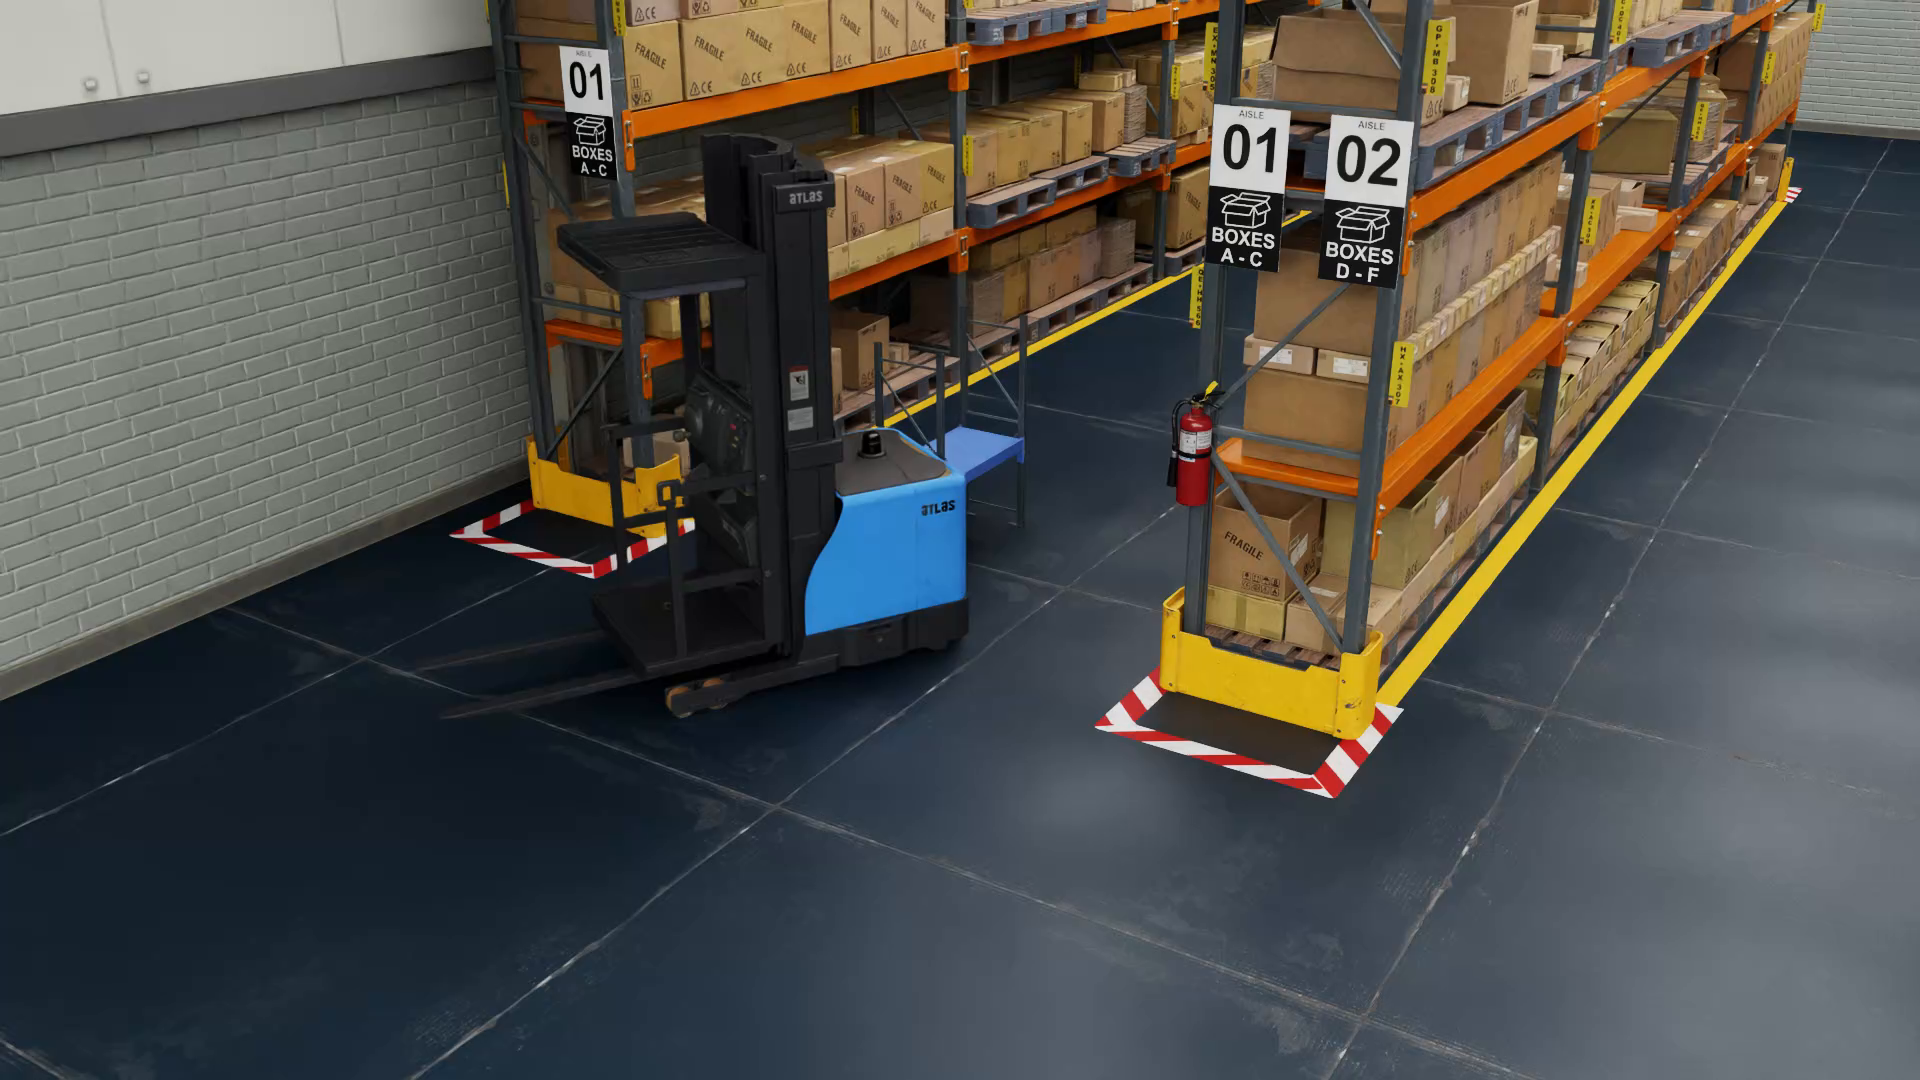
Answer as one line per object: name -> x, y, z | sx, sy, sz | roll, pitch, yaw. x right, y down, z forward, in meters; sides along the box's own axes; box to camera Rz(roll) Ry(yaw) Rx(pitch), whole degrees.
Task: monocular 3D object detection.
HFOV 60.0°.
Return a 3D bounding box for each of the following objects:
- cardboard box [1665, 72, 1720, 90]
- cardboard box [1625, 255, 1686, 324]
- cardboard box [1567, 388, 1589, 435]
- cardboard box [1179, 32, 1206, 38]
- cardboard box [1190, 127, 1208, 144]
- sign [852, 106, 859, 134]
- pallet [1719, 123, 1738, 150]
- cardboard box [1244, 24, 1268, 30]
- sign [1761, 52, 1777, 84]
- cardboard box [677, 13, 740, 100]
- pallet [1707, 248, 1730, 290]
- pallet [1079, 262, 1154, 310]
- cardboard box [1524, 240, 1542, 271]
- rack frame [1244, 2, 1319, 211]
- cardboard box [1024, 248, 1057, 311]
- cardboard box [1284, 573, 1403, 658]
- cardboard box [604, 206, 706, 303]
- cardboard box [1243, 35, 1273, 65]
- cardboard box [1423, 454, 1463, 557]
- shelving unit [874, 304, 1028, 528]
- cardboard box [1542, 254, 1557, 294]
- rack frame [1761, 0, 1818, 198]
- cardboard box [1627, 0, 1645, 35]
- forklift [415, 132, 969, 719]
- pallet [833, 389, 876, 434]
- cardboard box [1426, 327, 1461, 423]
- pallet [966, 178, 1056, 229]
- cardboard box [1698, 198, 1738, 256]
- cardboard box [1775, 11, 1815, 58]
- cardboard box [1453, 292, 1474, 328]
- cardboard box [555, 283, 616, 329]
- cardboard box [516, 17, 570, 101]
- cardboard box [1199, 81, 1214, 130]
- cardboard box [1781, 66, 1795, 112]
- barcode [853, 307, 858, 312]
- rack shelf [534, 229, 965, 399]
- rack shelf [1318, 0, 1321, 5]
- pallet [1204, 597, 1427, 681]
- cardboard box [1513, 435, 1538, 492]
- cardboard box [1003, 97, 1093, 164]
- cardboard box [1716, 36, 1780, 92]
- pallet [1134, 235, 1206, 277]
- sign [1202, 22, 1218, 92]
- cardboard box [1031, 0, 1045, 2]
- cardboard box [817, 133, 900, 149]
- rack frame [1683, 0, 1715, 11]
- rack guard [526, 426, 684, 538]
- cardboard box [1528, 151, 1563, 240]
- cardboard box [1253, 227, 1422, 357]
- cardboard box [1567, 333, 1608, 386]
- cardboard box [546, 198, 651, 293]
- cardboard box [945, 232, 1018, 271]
cardboard box -> 7.586, -4.672, 17.612 | 0.700, 0.500, 0.500 | 5, 24, 11
cardboard box -> 6.399, -2.345, 15.484 | 0.500, 0.500, 0.500 | 15, 28, 31
cardboard box -> 4.500, -1.034, 12.795 | 0.500, 0.250, 0.500 | 15, 27, 30
cardboard box -> 2.821, -5.670, 19.103 | 0.500, 0.250, 0.500 | 13, 27, 27
cardboard box -> 2.429, -4.345, 17.802 | 0.380, 0.149, 0.250 | 15, 27, 31
sign -> -0.878, -3.530, 14.170 | 0.100, 0.325, 0.005 | 14, 27, 29
pallet -> 7.512, -4.211, 17.444 | 1.003, 0.211, 1.213 | 14, 27, 29
cardboard box -> 3.352, -6.018, 19.907 | 0.500, 0.250, 0.500 | 15, 27, 31
sign -> 8.500, -4.963, 17.481 | 0.100, 0.325, 0.005 | 14, 27, 29
cardboard box -> -1.812, -3.199, 10.937 | 0.500, 0.500, 0.500 | 16, 28, 32
pallet -> 7.629, -2.984, 17.878 | 1.003, 0.211, 1.213 | 14, 27, 29
pallet -> 1.292, -2.690, 17.198 | 1.003, 0.211, 1.213 | 14, 27, 29
cardboard box -> 3.577, -1.881, 10.878 | 0.380, 0.149, 0.250 | 13, 27, 27
rack frame -> 3.816, -5.583, 20.371 | 1.000, 3.000, 0.127 | 14, 27, 29
cardboard box -> 0.503, -2.539, 15.931 | 0.700, 0.500, 0.500 | 14, 27, 30
cardboard box -> 2.168, 0.438, 9.394 | 0.500, 0.250, 0.500 | 14, 27, 29
cardboard box -> -2.007, -1.916, 11.119 | 0.500, 0.500, 0.500 | 14, 27, 29
cardboard box -> 3.240, -5.565, 18.860 | 0.500, 0.250, 0.500 | 14, 27, 30
cardboard box -> 2.683, -0.246, 10.032 | 0.500, 0.500, 0.500 | 14, 27, 29
shelving unit -> -0.045, -0.659, 10.886 | 0.538, 1.500, 1.048 | 14, 27, 29
cardboard box -> 4.029, -1.953, 12.174 | 0.500, 0.250, 0.500 | 16, 28, 32
rack frame -> 10.136, -5.896, 21.095 | 1.000, 3.000, 0.127 | 14, 27, 29
cardboard box -> 4.867, -3.979, 12.551 | 0.500, 0.250, 0.500 | 11, 26, 25
forklift -> -1.495, -0.622, 8.996 | 3.031, 2.935, 1.130 | -12, 26, -26
pallet -> -1.371, -0.956, 13.193 | 1.003, 0.211, 1.213 | 14, 27, 29
cardboard box -> 2.493, -1.042, 9.755 | 0.700, 0.500, 0.500 | 14, 27, 29
pallet -> 0.123, -3.023, 14.698 | 1.003, 0.211, 1.213 | 14, 27, 29
cardboard box -> 8.009, -3.375, 17.862 | 0.500, 0.500, 0.500 | 14, 27, 29
cardboard box -> 10.135, -6.193, 20.396 | 0.500, 0.500, 0.500 | 14, 27, 29
cardboard box -> 2.764, -1.362, 9.679 | 0.380, 0.149, 0.250 | 13, 27, 28
cardboard box -> -2.432, -1.672, 11.500 | 0.500, 0.250, 0.500 | 14, 27, 30
cardboard box -> -2.509, -3.159, 10.844 | 0.500, 0.500, 0.500 | 16, 28, 33
cardboard box -> 2.464, -4.710, 17.829 | 0.500, 0.500, 0.500 | 15, 28, 31
cardboard box -> 9.593, -5.391, 19.802 | 0.500, 0.500, 0.500 | 14, 27, 29
barcode -> -0.893, -1.953, 14.175 | 0.001, 0.075, 0.075 | 14, 27, 29
rack shelf -> -1.459, -1.878, 12.718 | 1.077, 0.370, 4.000 | 14, 27, 29
rack shelf -> 4.871, -7.305, 21.478 | 1.077, 0.370, 4.000 | 14, 27, 29
pallet -> 2.064, 0.516, 9.791 | 1.003, 0.211, 1.213 | 14, 27, 29
cardboard box -> 3.747, -0.575, 11.735 | 0.500, 0.250, 0.500 | 14, 27, 29
cardboard box -> 0.828, -3.895, 15.792 | 0.700, 0.500, 0.500 | 14, 27, 29
cardboard box -> 8.514, -5.151, 17.989 | 0.500, 0.500, 0.500 | 15, 27, 30
pallet -> 2.186, -3.204, 18.385 | 1.003, 0.211, 1.213 | 14, 27, 29
sign -> 1.243, -2.361, 8.138 | 0.100, 0.325, 0.005 | 14, 27, 29
cardboard box -> 0.603, -5.082, 14.784 | 0.500, 0.500, 0.500 | 13, 27, 27
cardboard box -> -0.830, -3.053, 13.746 | 0.500, 0.500, 0.500 | 13, 27, 28
rack frame -> 5.916, -5.949, 13.666 | 1.000, 3.000, 0.127 | 14, 27, 29
rack guard -> -2.474, -0.412, 11.572 | 1.175, 0.500, 0.348 | 14, 27, 29
cardboard box -> 3.578, -2.336, 11.113 | 0.700, 0.500, 0.500 | 14, 27, 29
cardboard box -> 1.981, -1.310, 8.742 | 0.700, 0.500, 0.500 | 14, 27, 29
cardboard box -> 4.776, -1.465, 13.084 | 0.500, 0.311, 0.500 | 13, 27, 27
cardboard box -> -2.446, -2.021, 11.363 | 0.500, 0.500, 0.500 | 14, 27, 28
cardboard box -> 0.199, -2.683, 15.321 | 0.500, 0.250, 0.500 | 13, 27, 28
